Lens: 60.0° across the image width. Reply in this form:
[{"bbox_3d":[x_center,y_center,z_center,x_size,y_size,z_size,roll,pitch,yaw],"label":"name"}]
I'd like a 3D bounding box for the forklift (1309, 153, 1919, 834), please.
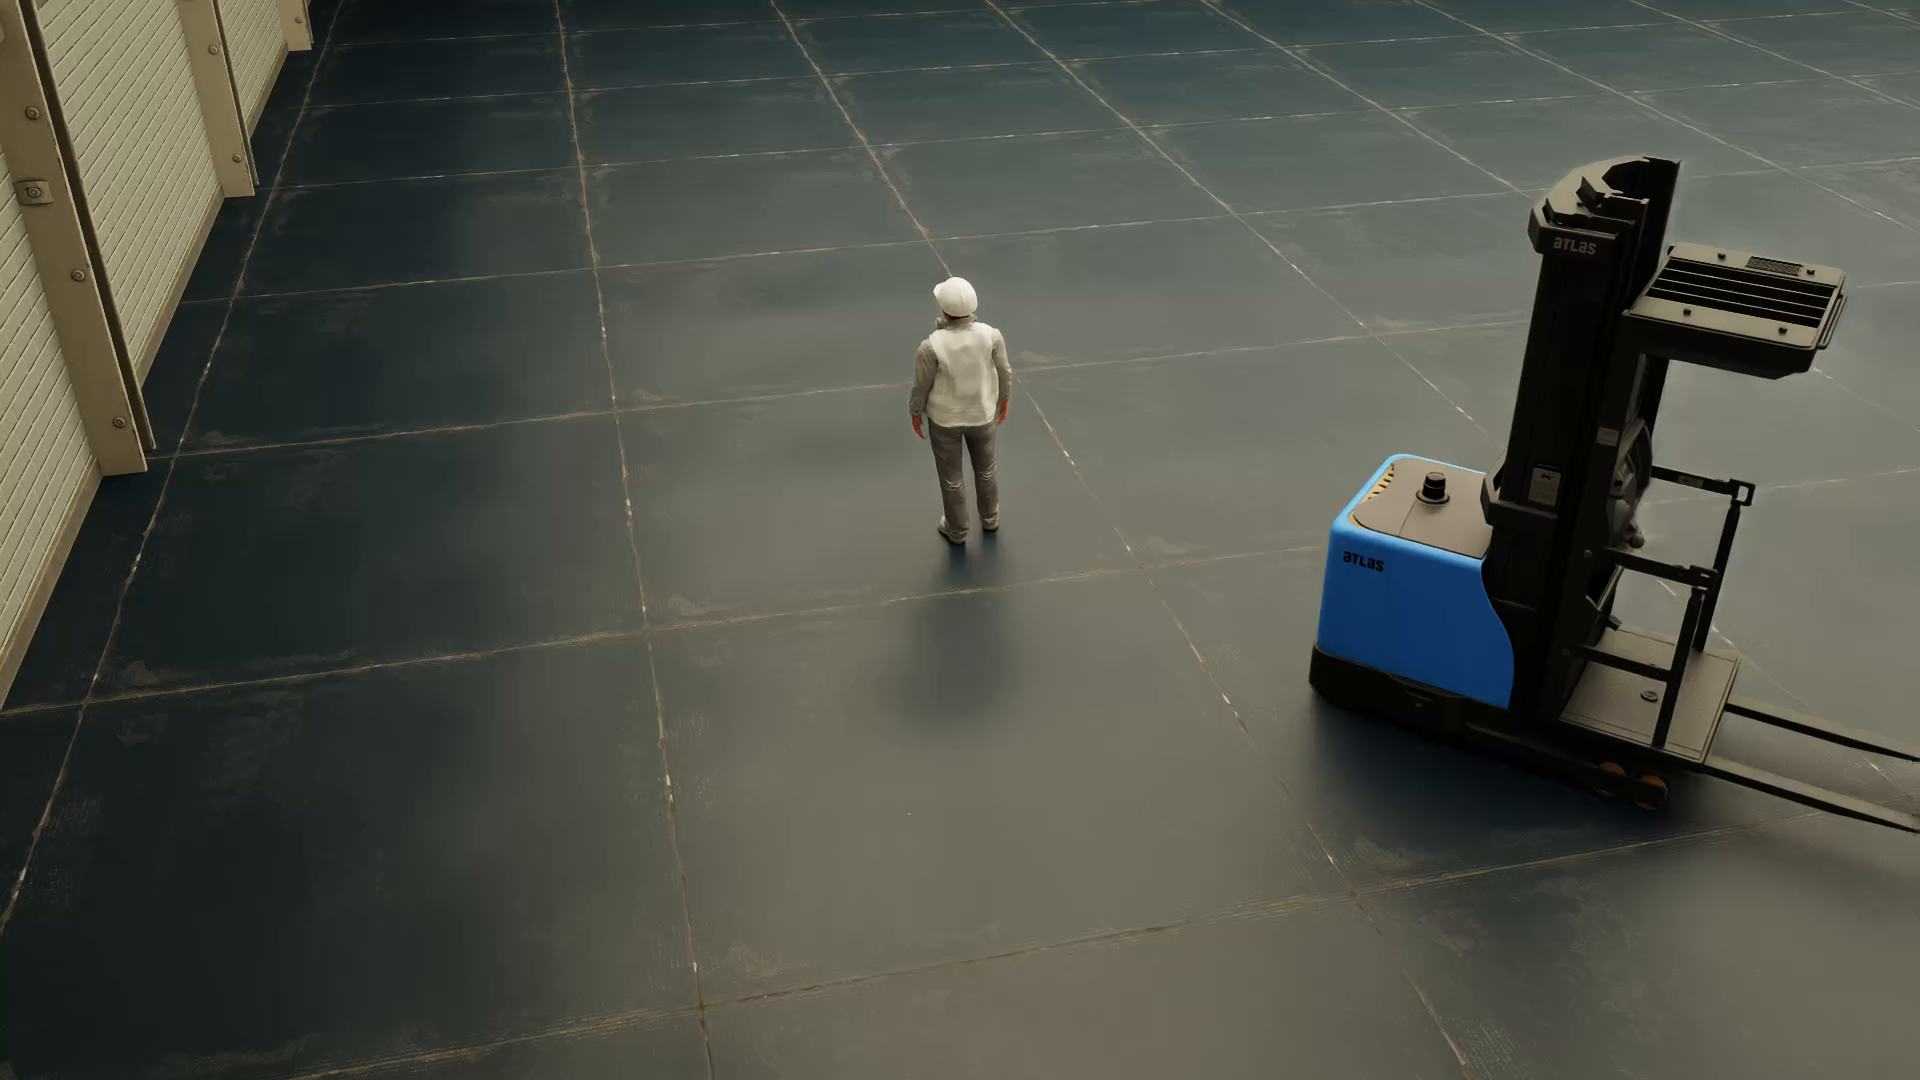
[{"bbox_3d":[3.420,-0.245,7.998,3.031,2.935,1.130,17,34,27],"label":"forklift"}]

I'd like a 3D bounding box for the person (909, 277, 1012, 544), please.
[{"bbox_3d":[-0.008,-0.805,10.107,0.633,1.775,0.566,-7,31,-12],"label":"person"}]
